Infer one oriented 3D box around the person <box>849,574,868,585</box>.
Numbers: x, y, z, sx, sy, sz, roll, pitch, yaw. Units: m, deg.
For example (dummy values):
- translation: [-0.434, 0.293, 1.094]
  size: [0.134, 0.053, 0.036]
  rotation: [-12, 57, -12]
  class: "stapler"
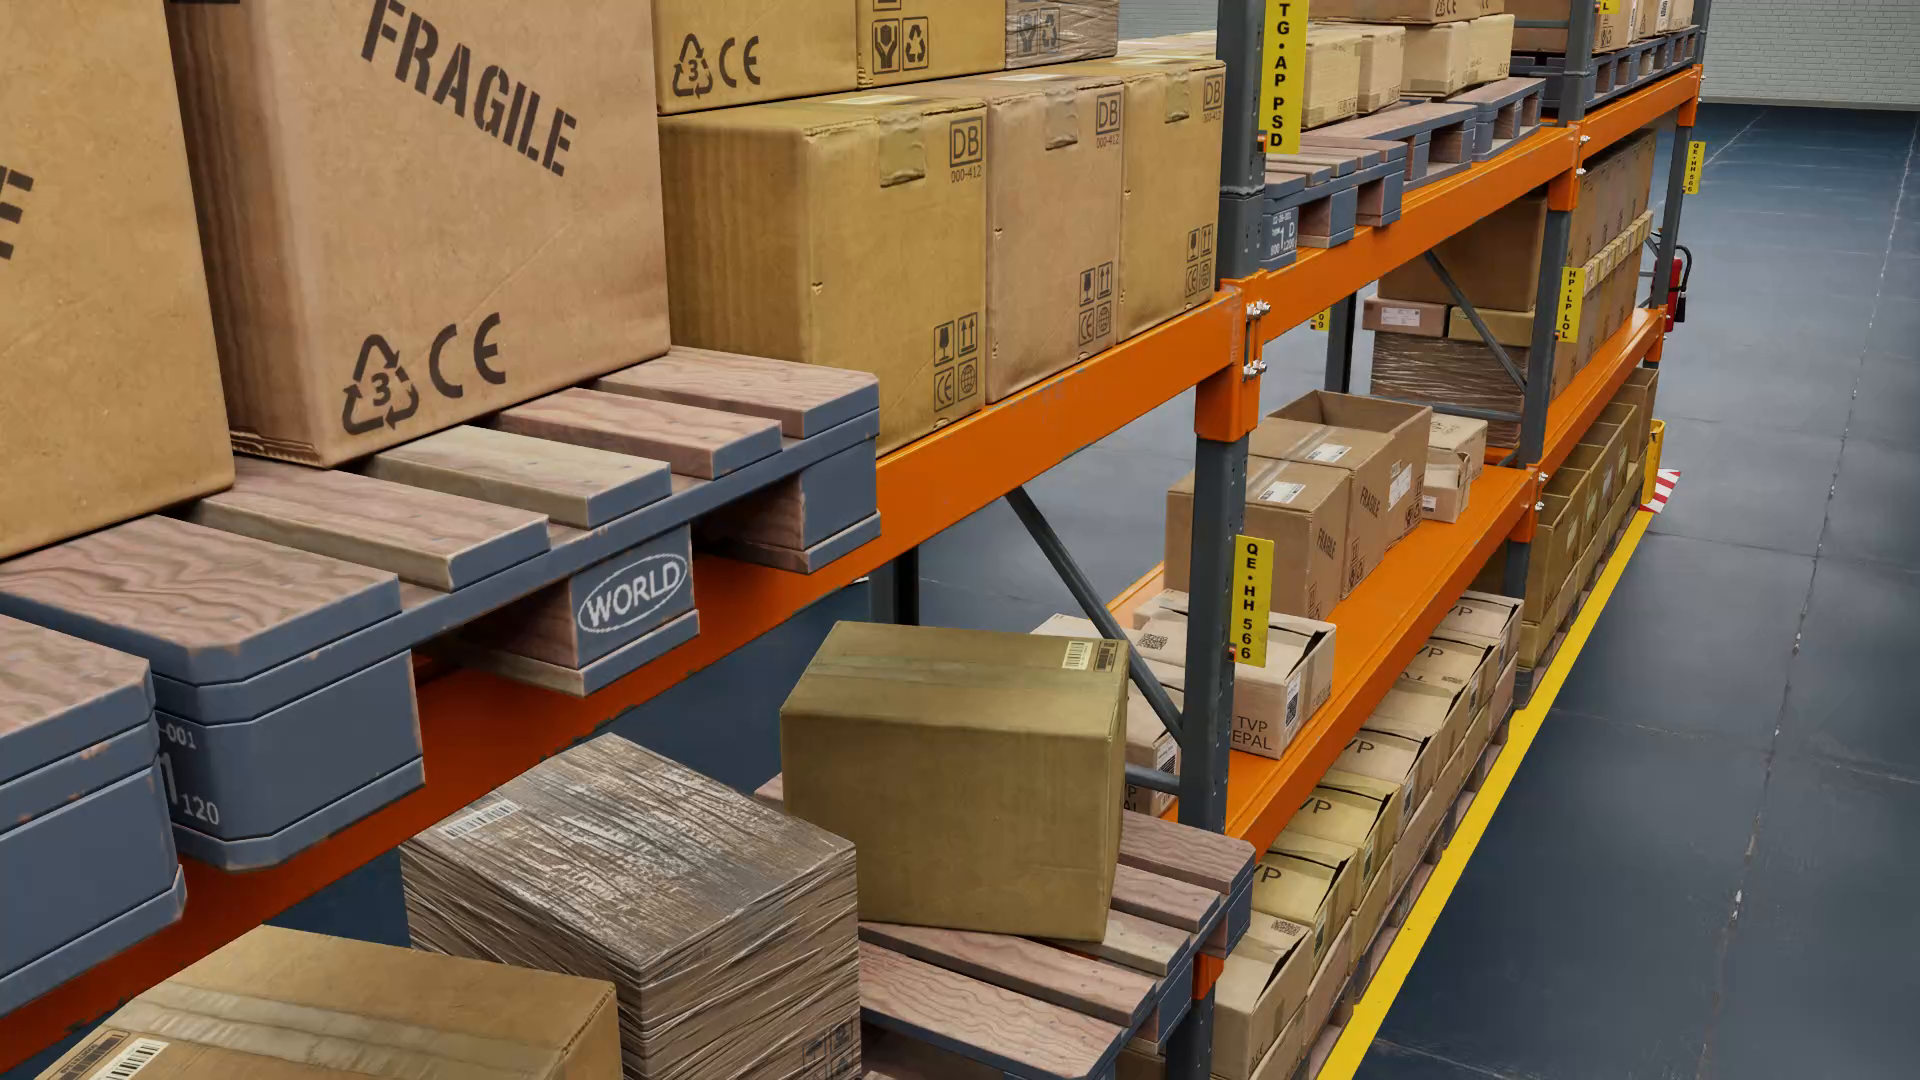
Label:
- translation: [-0.767, -0.525, 9.553]
  size: [0.465, 1.592, 0.347]
  rotation: [11, 22, 27]
  class: "person"
